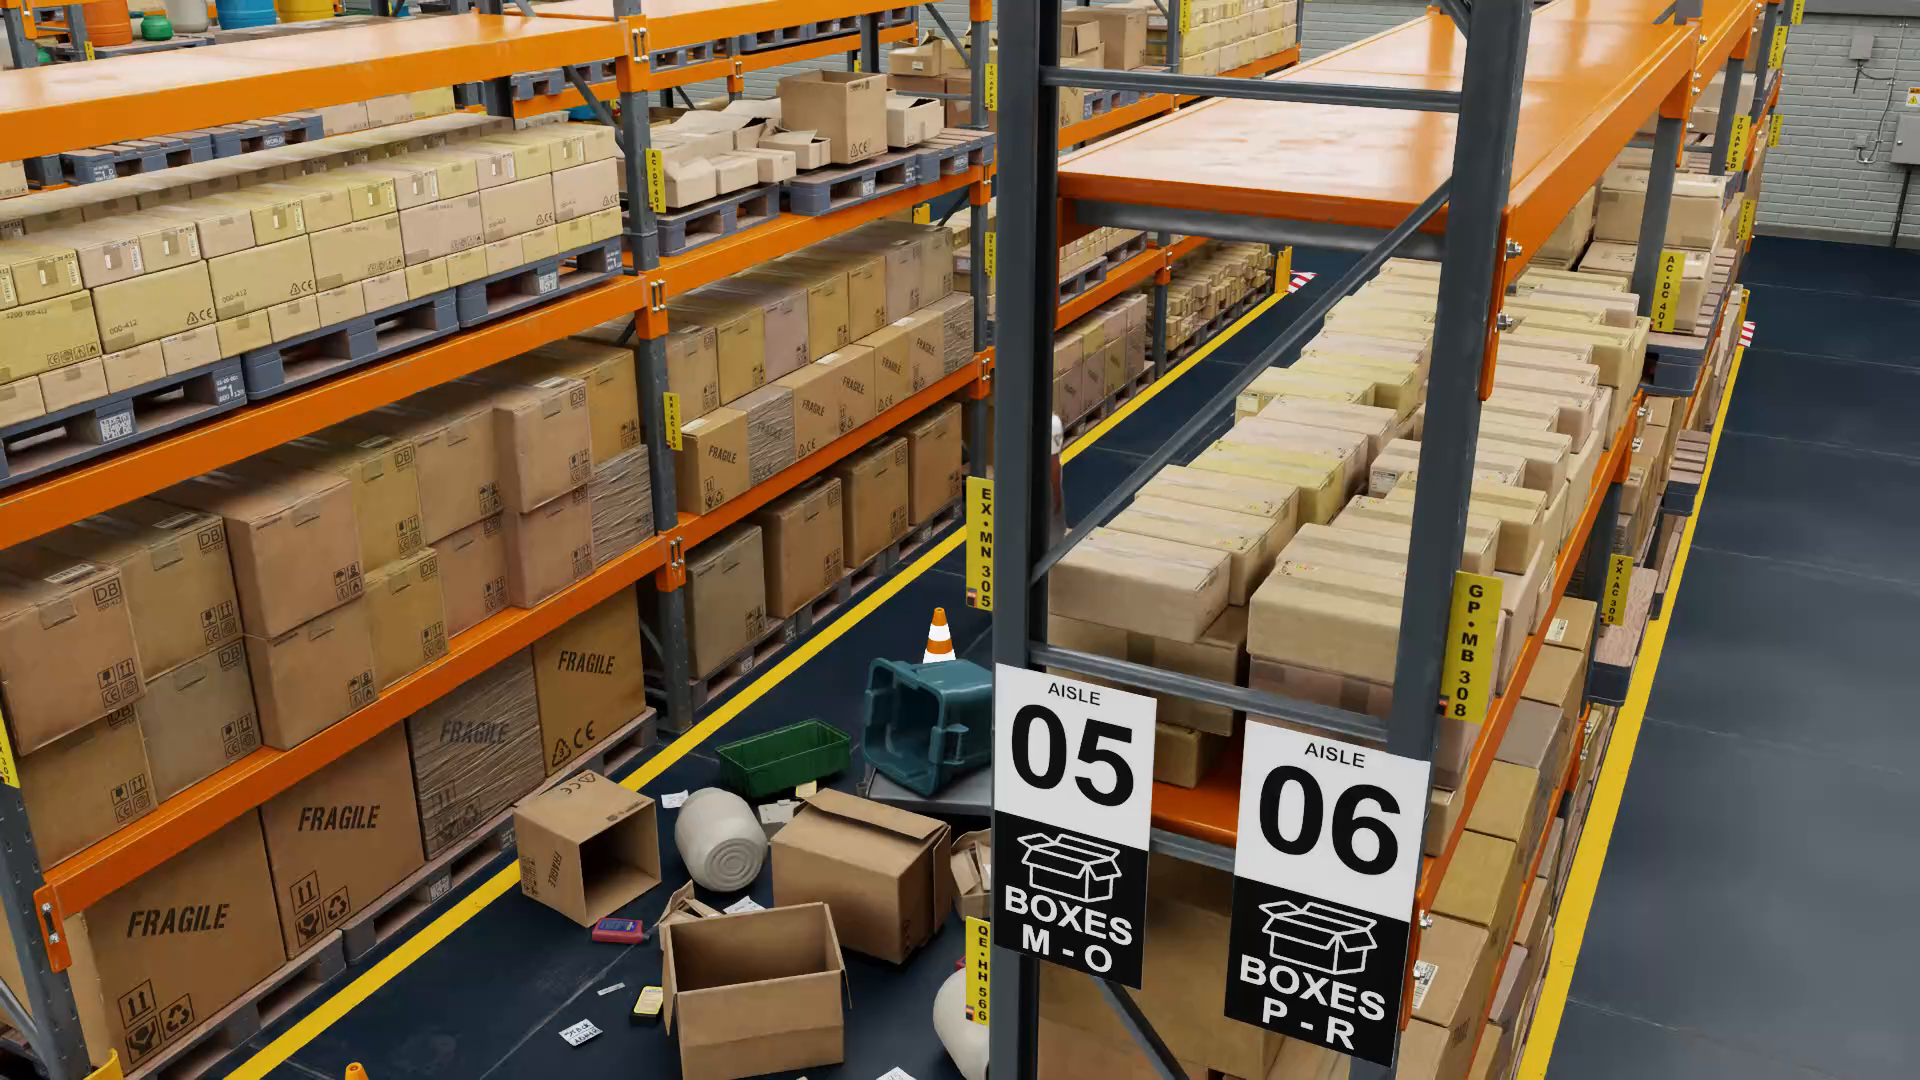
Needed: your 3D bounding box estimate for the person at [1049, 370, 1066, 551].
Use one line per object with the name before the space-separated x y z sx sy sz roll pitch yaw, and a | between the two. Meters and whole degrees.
person | 0.576 -0.432 11.582 0.461 1.670 0.689 13 26 29
